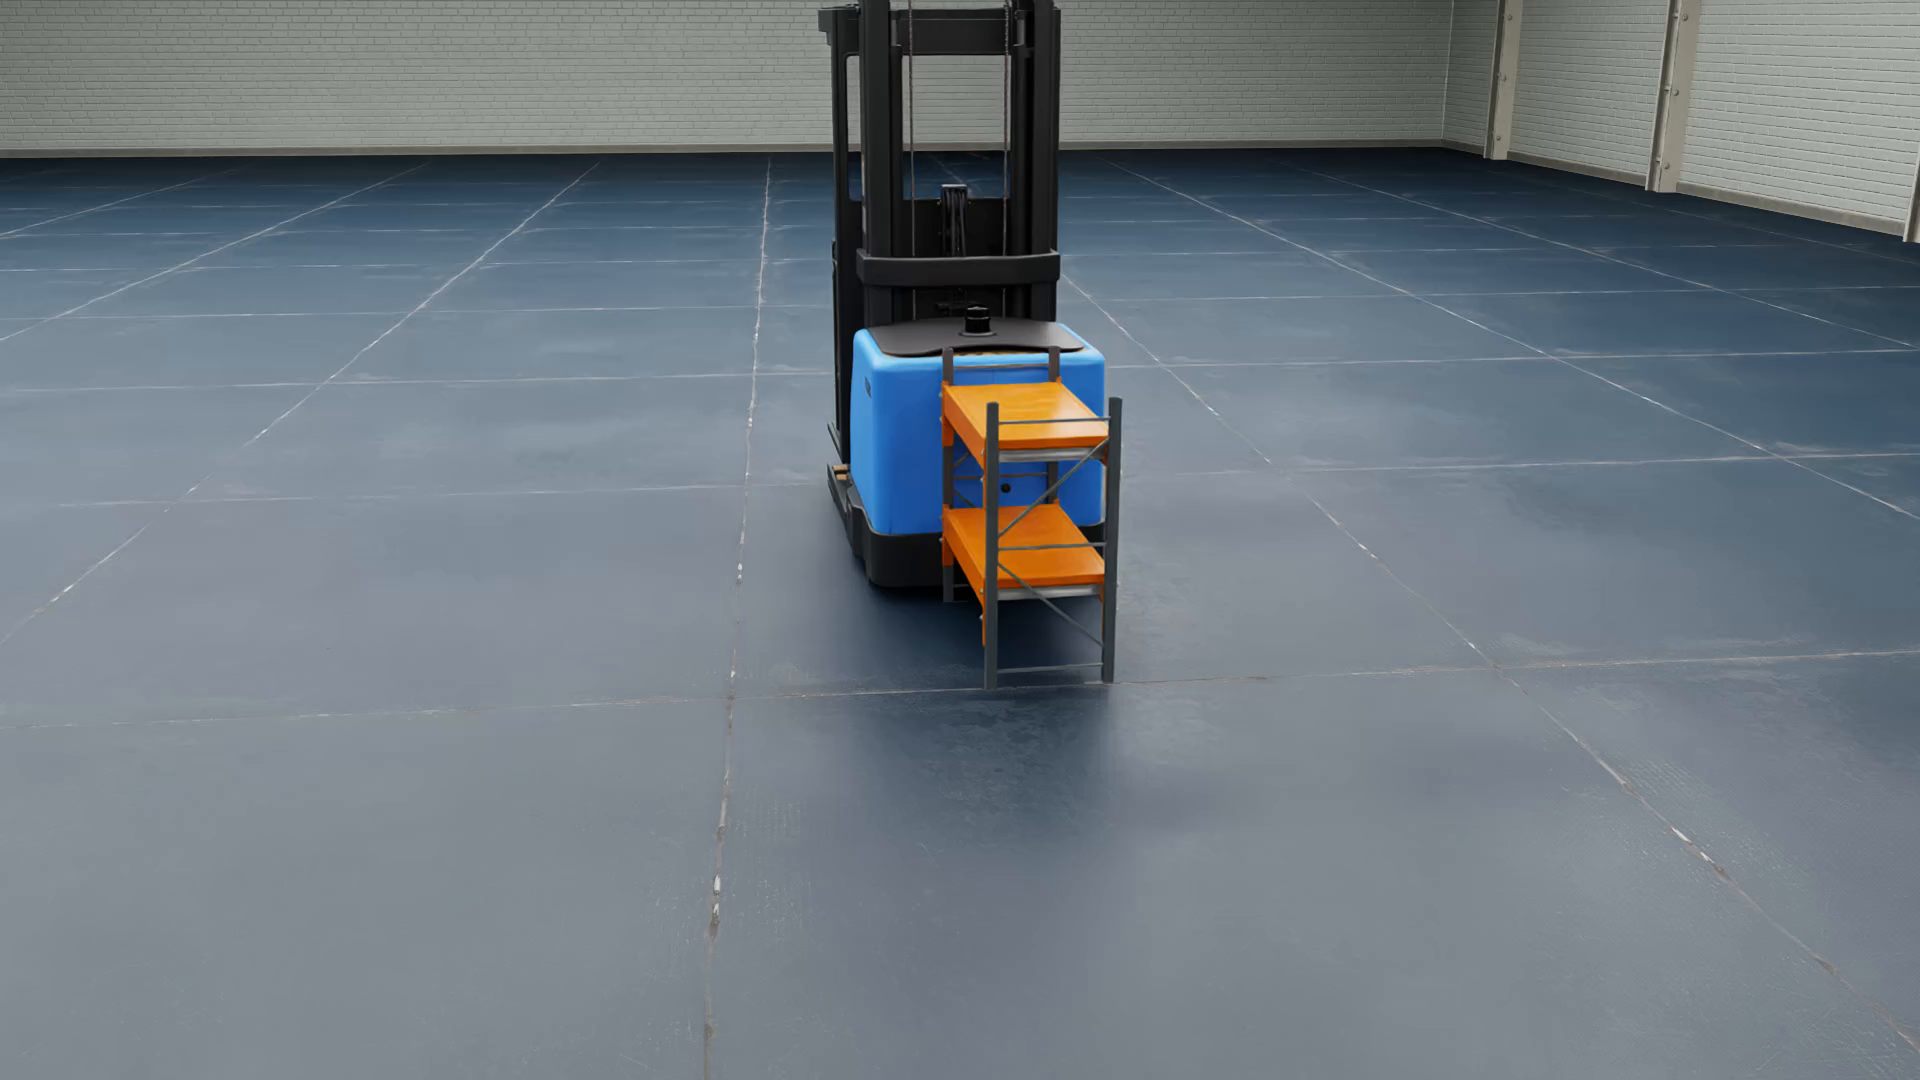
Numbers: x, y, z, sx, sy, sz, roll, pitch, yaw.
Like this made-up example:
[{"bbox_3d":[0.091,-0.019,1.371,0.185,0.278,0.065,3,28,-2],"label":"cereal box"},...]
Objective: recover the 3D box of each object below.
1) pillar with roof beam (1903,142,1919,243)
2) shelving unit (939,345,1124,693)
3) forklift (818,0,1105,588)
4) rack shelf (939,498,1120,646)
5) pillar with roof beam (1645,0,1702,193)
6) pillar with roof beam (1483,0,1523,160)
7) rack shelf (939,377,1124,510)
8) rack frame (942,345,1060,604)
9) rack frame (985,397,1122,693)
[{"bbox_3d":[6.732,-7.544,17.184,9.100,9.000,0.400,-2,18,-6],"label":"pillar with roof beam"},{"bbox_3d":[0.259,-0.123,6.689,0.538,1.125,1.048,-3,18,-9],"label":"shelving unit"},{"bbox_3d":[-0.107,-1.590,8.347,1.130,2.935,3.031,-3,18,-9],"label":"forklift"},{"bbox_3d":[0.259,0.111,6.763,0.538,0.278,1.000,-3,18,-9],"label":"rack shelf"},{"bbox_3d":[6.113,-9.332,22.878,9.100,9.000,0.400,-2,18,-6],"label":"pillar with roof beam"},{"bbox_3d":[5.494,-11.119,28.572,9.100,9.000,0.400,-2,18,-6],"label":"pillar with roof beam"},{"bbox_3d":[0.259,-0.402,6.602,0.538,0.278,1.000,-3,18,-9],"label":"rack shelf"},{"bbox_3d":[0.174,-0.273,7.168,0.500,1.125,0.032,-3,18,-9],"label":"rack frame"},{"bbox_3d":[0.343,0.028,6.211,0.500,1.125,0.032,-3,18,-9],"label":"rack frame"}]
